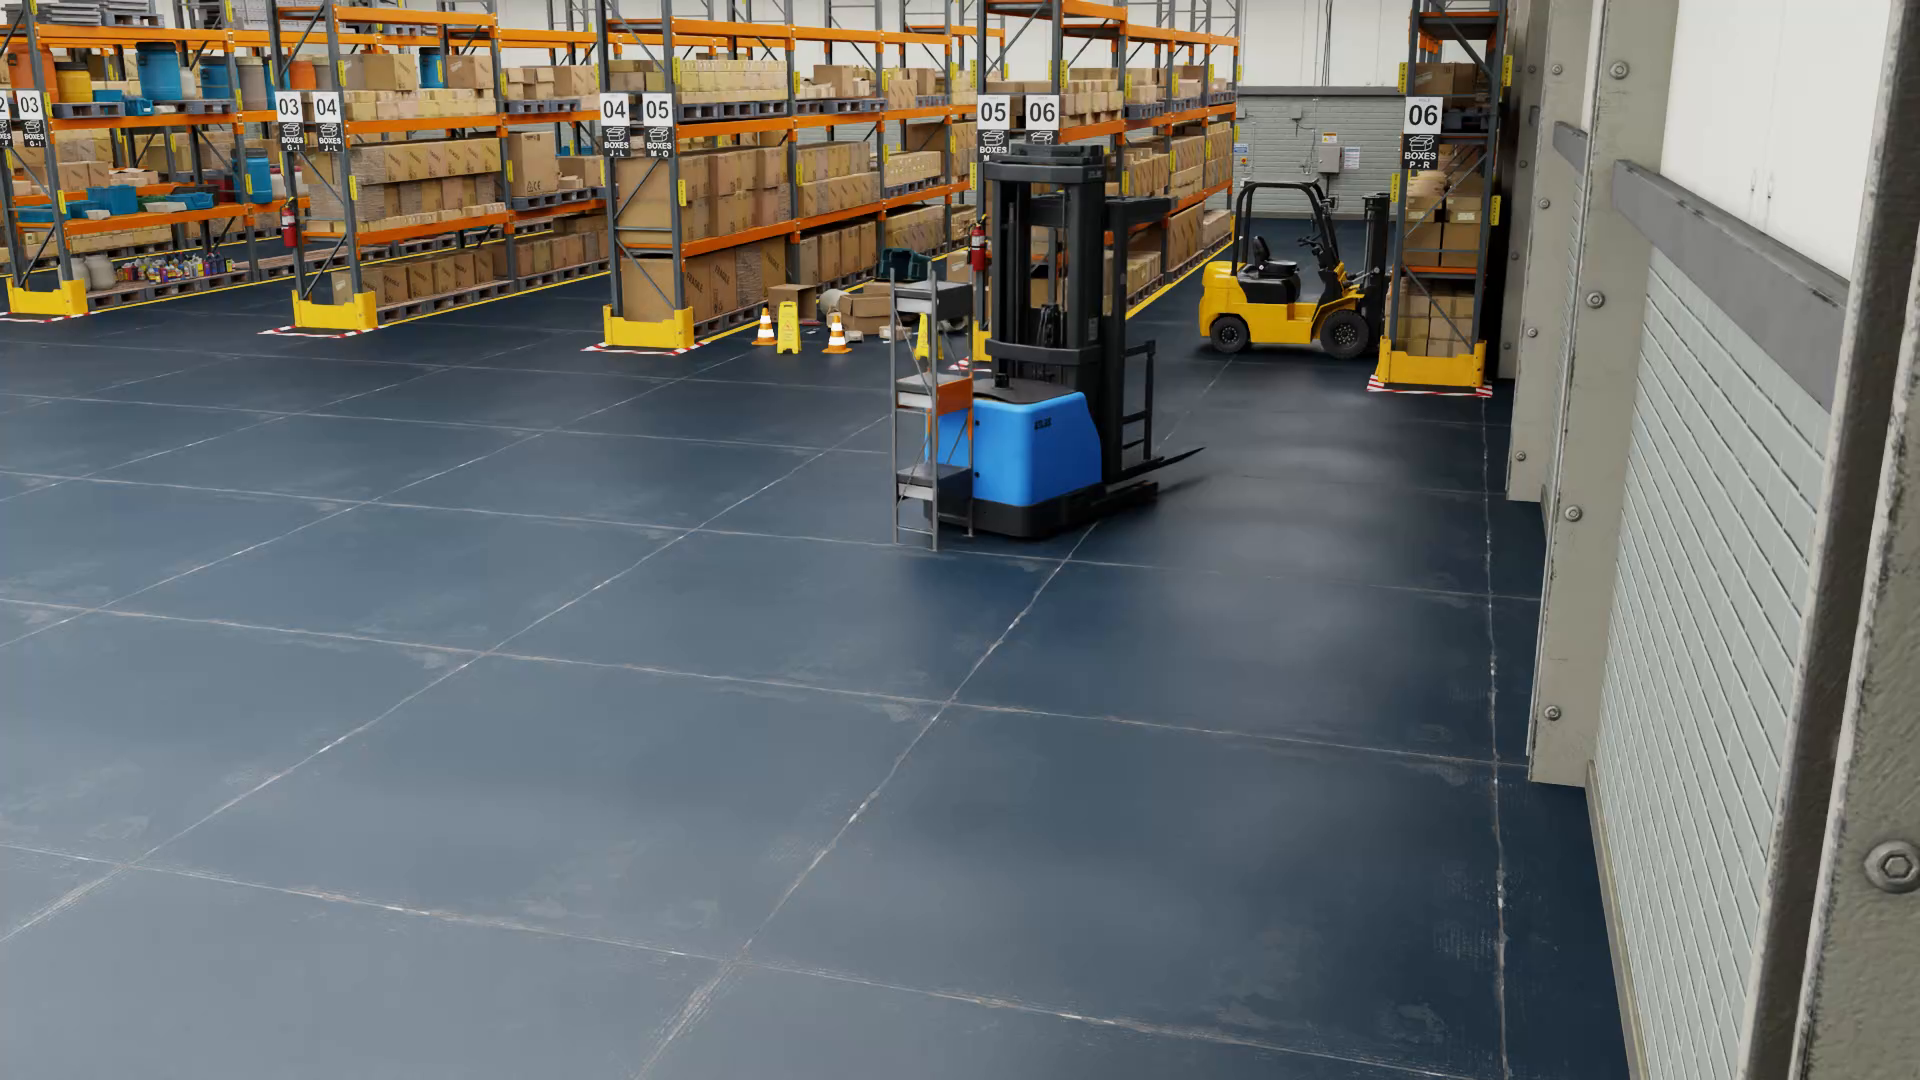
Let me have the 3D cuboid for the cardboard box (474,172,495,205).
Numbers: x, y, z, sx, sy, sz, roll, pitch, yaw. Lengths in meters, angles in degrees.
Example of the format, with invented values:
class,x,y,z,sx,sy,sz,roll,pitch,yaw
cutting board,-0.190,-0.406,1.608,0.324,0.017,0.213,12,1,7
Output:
class,x,y,z,sx,sy,sz,roll,pitch,yaw
cardboard box,-7.856,-5.557,26.196,0.875,0.500,0.500,5,16,16

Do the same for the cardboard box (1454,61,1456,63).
class,x,y,z,sx,sy,sz,roll,pitch,yaw
cardboard box,8.845,-8.249,29.121,0.396,0.266,0.258,4,16,15

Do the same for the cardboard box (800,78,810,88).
class,x,y,z,sx,sy,sz,roll,pitch,yaw
cardboard box,-2.655,-7.194,26.408,0.500,0.311,0.500,4,16,14

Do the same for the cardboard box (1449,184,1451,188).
class,x,y,z,sx,sy,sz,roll,pitch,yaw
cardboard box,7.226,-5.313,25.424,0.500,0.250,0.500,5,17,18

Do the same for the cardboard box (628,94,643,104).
class,x,y,z,sx,sy,sz,roll,pitch,yaw
cardboard box,-4.309,-5.707,21.463,0.380,0.149,0.250,5,16,16

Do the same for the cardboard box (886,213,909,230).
class,x,y,z,sx,sy,sz,roll,pitch,yaw
cardboard box,-1.233,-5.769,30.108,0.500,0.250,0.500,4,16,15

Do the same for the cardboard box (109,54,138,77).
class,x,y,z,sx,sy,sz,roll,pitch,yaw
cardboard box,-19.171,-10.871,38.109,0.500,0.500,0.500,4,16,15

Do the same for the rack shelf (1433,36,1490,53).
class,x,y,z,sx,sy,sz,roll,pitch,yaw
rack shelf,8.298,-8.244,27.454,1.077,0.370,4.000,5,16,16

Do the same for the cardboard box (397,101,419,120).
class,x,y,z,sx,sy,sz,roll,pitch,yaw
cardboard box,-8.136,-6.174,23.877,0.500,0.250,0.500,5,16,16

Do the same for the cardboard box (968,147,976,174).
class,x,y,z,sx,sy,sz,roll,pitch,yaw
cardboard box,0.025,-7.721,33.825,0.500,0.500,0.500,4,16,15

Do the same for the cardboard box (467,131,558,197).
class,x,y,z,sx,sy,sz,roll,pitch,yaw
cardboard box,-7.309,-6.167,27.204,1.000,1.000,1.000,5,17,16

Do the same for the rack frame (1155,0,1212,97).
class,x,y,z,sx,sy,sz,roll,pitch,yaw
rack frame,4.106,-9.690,30.500,1.000,3.000,0.127,5,16,16

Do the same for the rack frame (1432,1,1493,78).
class,x,y,z,sx,sy,sz,roll,pitch,yaw
rack frame,8.866,-9.306,29.146,1.000,3.000,0.127,5,16,16

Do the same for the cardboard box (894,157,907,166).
class,x,y,z,sx,sy,sz,roll,pitch,yaw
cardboard box,-1.190,-6.862,30.126,0.380,0.149,0.250,5,17,18

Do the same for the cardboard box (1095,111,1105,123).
class,x,y,z,sx,sy,sz,roll,pitch,yaw
cardboard box,1.729,-5.658,22.245,0.380,0.149,0.250,5,17,17

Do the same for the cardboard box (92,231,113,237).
class,x,y,z,sx,sy,sz,roll,pitch,yaw
cardboard box,-16.374,-5.888,31.334,0.500,0.311,0.500,5,17,17

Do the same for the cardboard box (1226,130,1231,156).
class,x,y,z,sx,sy,sz,roll,pitch,yaw
cardboard box,5.214,-8.095,33.858,0.500,0.500,0.500,5,16,16

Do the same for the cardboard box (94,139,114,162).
class,x,y,z,sx,sy,sz,roll,pitch,yaw
cardboard box,-19.532,-8.785,37.539,0.500,0.500,0.500,4,16,15

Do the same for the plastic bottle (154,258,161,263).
class,x,y,z,sx,sy,sz,roll,pitch,yaw
plastic bottle,-13.185,-4.500,27.368,0.061,0.283,0.133,5,17,18

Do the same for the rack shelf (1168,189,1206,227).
class,x,y,z,sx,sy,sz,roll,pitch,yaw
rack shelf,3.538,-5.934,29.572,1.077,0.370,4.000,5,16,16

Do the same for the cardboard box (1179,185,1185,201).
class,x,y,z,sx,sy,sz,roll,pitch,yaw
cardboard box,3.633,-6.066,28.993,0.500,0.250,0.500,5,17,18

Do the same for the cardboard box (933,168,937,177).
class,x,y,z,sx,sy,sz,roll,pitch,yaw
cardboard box,-0.665,-7.055,31.895,0.380,0.149,0.250,5,17,16

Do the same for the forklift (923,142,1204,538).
class,x,y,z,sx,sy,sz,roll,pitch,yaw
forklift,1.010,-1.765,13.681,1.130,2.935,3.031,12,20,36

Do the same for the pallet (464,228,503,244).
class,x,y,z,sx,sy,sz,roll,pitch,yaw
pallet,-10.403,-6.416,35.062,1.003,0.211,1.213,5,16,16

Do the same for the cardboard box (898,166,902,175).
class,x,y,z,sx,sy,sz,roll,pitch,yaw
cardboard box,-1.256,-6.657,29.947,0.380,0.149,0.250,5,17,16

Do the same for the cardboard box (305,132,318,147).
class,x,y,z,sx,sy,sz,roll,pitch,yaw
cardboard box,-14.488,-8.972,36.947,0.500,0.500,0.500,5,17,17

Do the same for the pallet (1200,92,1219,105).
class,x,y,z,sx,sy,sz,roll,pitch,yaw
pallet,4.349,-8.417,31.673,1.003,0.211,1.213,5,16,16

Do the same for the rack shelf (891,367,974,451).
class,x,y,z,sx,sy,sz,roll,pitch,yaw
rack shelf,-0.206,-0.989,12.517,0.431,0.518,0.480,10,19,32

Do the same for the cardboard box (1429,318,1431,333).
class,x,y,z,sx,sy,sz,roll,pitch,yaw
cardboard box,5.447,-2.682,20.140,0.500,0.250,0.500,4,16,15

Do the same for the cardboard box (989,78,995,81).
class,x,y,z,sx,sy,sz,roll,pitch,yaw
cardboard box,0.437,-9.545,34.845,0.500,0.250,0.500,4,16,14

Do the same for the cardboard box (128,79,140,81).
class,x,y,z,sx,sy,sz,roll,pitch,yaw
cardboard box,-15.937,-8.903,33.039,0.910,0.500,0.500,5,16,16

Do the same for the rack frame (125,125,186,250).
class,x,y,z,sx,sy,sz,roll,pitch,yaw
rack frame,-16.029,-7.295,33.050,1.000,3.000,0.127,5,16,16

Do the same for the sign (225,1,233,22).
class,x,y,z,sx,sy,sz,roll,pitch,yaw
sign,-11.893,-8.603,27.052,0.100,0.325,0.005,5,16,16

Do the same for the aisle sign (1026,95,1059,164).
class,x,y,z,sx,sy,sz,roll,pitch,yaw
aisle sign,0.975,-4.874,19.753,0.394,0.787,0.004,5,16,16

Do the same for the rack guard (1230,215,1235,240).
class,x,y,z,sx,sy,sz,roll,pitch,yaw
rack guard,5.250,-6.654,35.371,1.175,0.500,0.348,5,16,16

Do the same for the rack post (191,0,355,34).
class,x,y,z,sx,sy,sz,roll,pitch,yaw
rack post,-11.940,-9.367,28.997,1.013,1.000,3.121,5,16,16

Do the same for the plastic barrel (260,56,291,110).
class,x,y,z,sx,sy,sz,roll,pitch,yaw
plastic barrel,-12.109,-8.039,29.260,0.600,0.901,0.708,5,16,16

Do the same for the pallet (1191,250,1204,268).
class,x,y,z,sx,sy,sz,roll,pitch,yaw
pallet,3.959,-5.254,30.967,1.003,0.211,1.213,5,16,16

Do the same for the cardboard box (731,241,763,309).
class,x,y,z,sx,sy,sz,roll,pitch,yaw
cardboard box,-3.440,-3.852,24.039,0.875,0.875,0.875,5,17,16

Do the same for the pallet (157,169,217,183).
class,x,y,z,sx,sy,sz,roll,pitch,yaw
pallet,-15.904,-7.385,33.721,1.213,0.211,1.003,5,16,16

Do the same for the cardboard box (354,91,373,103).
class,x,y,z,sx,sy,sz,roll,pitch,yaw
cardboard box,-8.339,-6.110,22.920,0.380,0.149,0.250,5,17,17

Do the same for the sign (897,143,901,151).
class,x,y,z,sx,sy,sz,roll,pitch,yaw
sign,-1.191,-7.617,32.602,0.100,0.325,0.005,5,16,16

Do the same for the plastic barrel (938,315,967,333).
class,x,y,z,sx,sy,sz,roll,pitch,yaw
plastic barrel,-0.169,-3.082,22.921,0.421,0.421,0.512,-10,19,-32

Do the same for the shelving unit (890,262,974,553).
class,x,y,z,sx,sy,sz,roll,pitch,yaw
shelving unit,-0.206,-1.002,12.514,0.431,2.100,0.503,10,19,32

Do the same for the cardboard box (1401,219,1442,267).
class,x,y,z,sx,sy,sz,roll,pitch,yaw
cardboard box,5.344,-3.477,19.408,0.500,0.500,0.500,4,16,15

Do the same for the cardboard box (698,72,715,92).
class,x,y,z,sx,sy,sz,roll,pitch,yaw
cardboard box,-3.552,-6.025,21.853,0.500,0.250,0.500,4,16,15

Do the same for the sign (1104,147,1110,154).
class,x,y,z,sx,sy,sz,roll,pitch,yaw
sign,2.436,-6.356,27.620,0.100,0.325,0.005,5,16,16

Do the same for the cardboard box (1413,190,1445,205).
class,x,y,z,sx,sy,sz,roll,pitch,yaw
cardboard box,5.586,-4.090,19.836,0.380,0.149,0.250,5,17,16

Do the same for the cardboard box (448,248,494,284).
class,x,y,z,sx,sy,sz,roll,pitch,yaw
cardboard box,-7.821,-4.377,26.575,0.500,0.500,0.500,4,16,14

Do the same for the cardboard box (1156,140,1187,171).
class,x,y,z,sx,sy,sz,roll,pitch,yaw
cardboard box,3.637,-6.661,28.800,0.500,0.500,0.500,5,17,17

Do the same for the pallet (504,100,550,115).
class,x,y,z,sx,sy,sz,roll,pitch,yaw
pallet,-7.391,-6.985,26.805,1.213,0.211,1.003,5,16,16

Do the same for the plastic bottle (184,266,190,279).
class,x,y,z,sx,sy,sz,roll,pitch,yaw
plastic bottle,-12.528,-4.328,26.912,0.097,0.201,0.097,0,16,0
